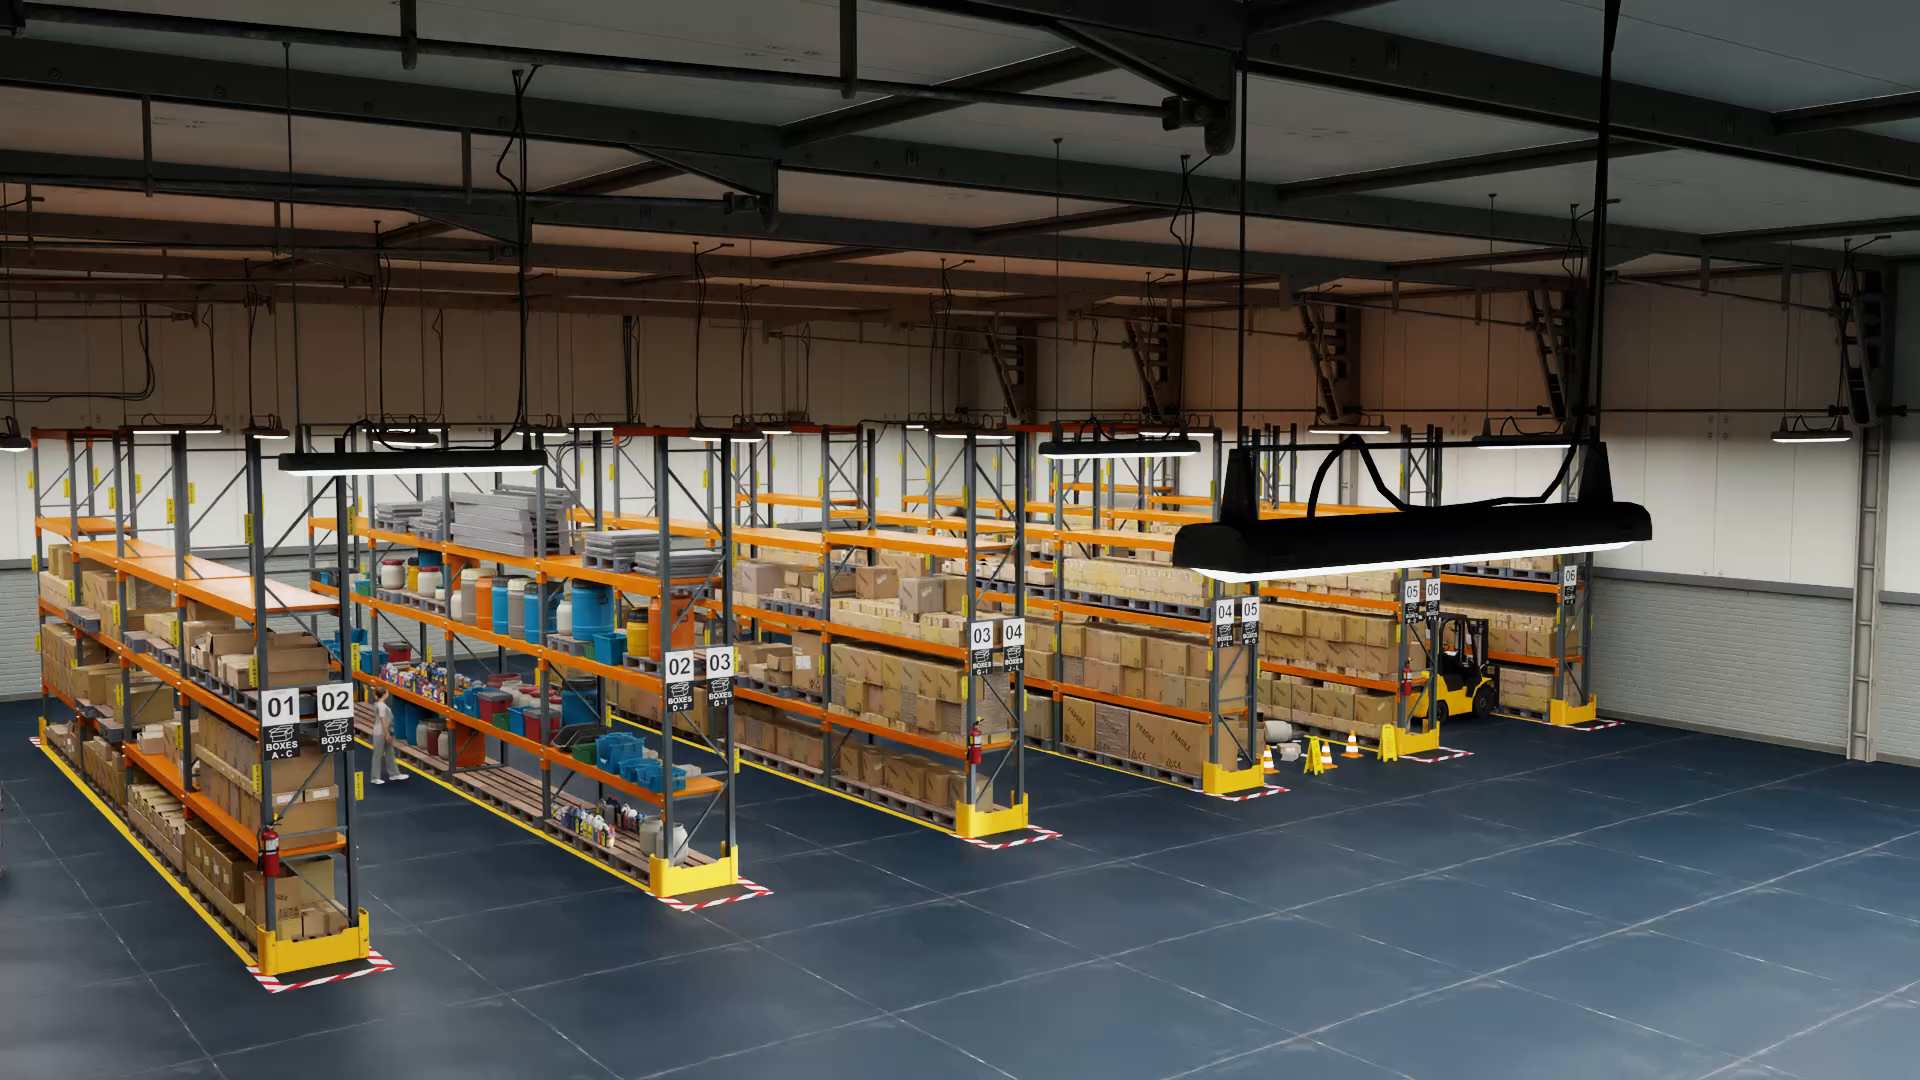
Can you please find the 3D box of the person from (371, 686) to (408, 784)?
[{"bbox_3d":[-9.720,3.291,28.207,0.569,1.666,0.485,-1,5,-8],"label":"person"}]

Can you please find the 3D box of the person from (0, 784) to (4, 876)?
[{"bbox_3d":[-13.237,3.764,22.704,0.484,1.720,0.487,-1,5,-13],"label":"person"}]
